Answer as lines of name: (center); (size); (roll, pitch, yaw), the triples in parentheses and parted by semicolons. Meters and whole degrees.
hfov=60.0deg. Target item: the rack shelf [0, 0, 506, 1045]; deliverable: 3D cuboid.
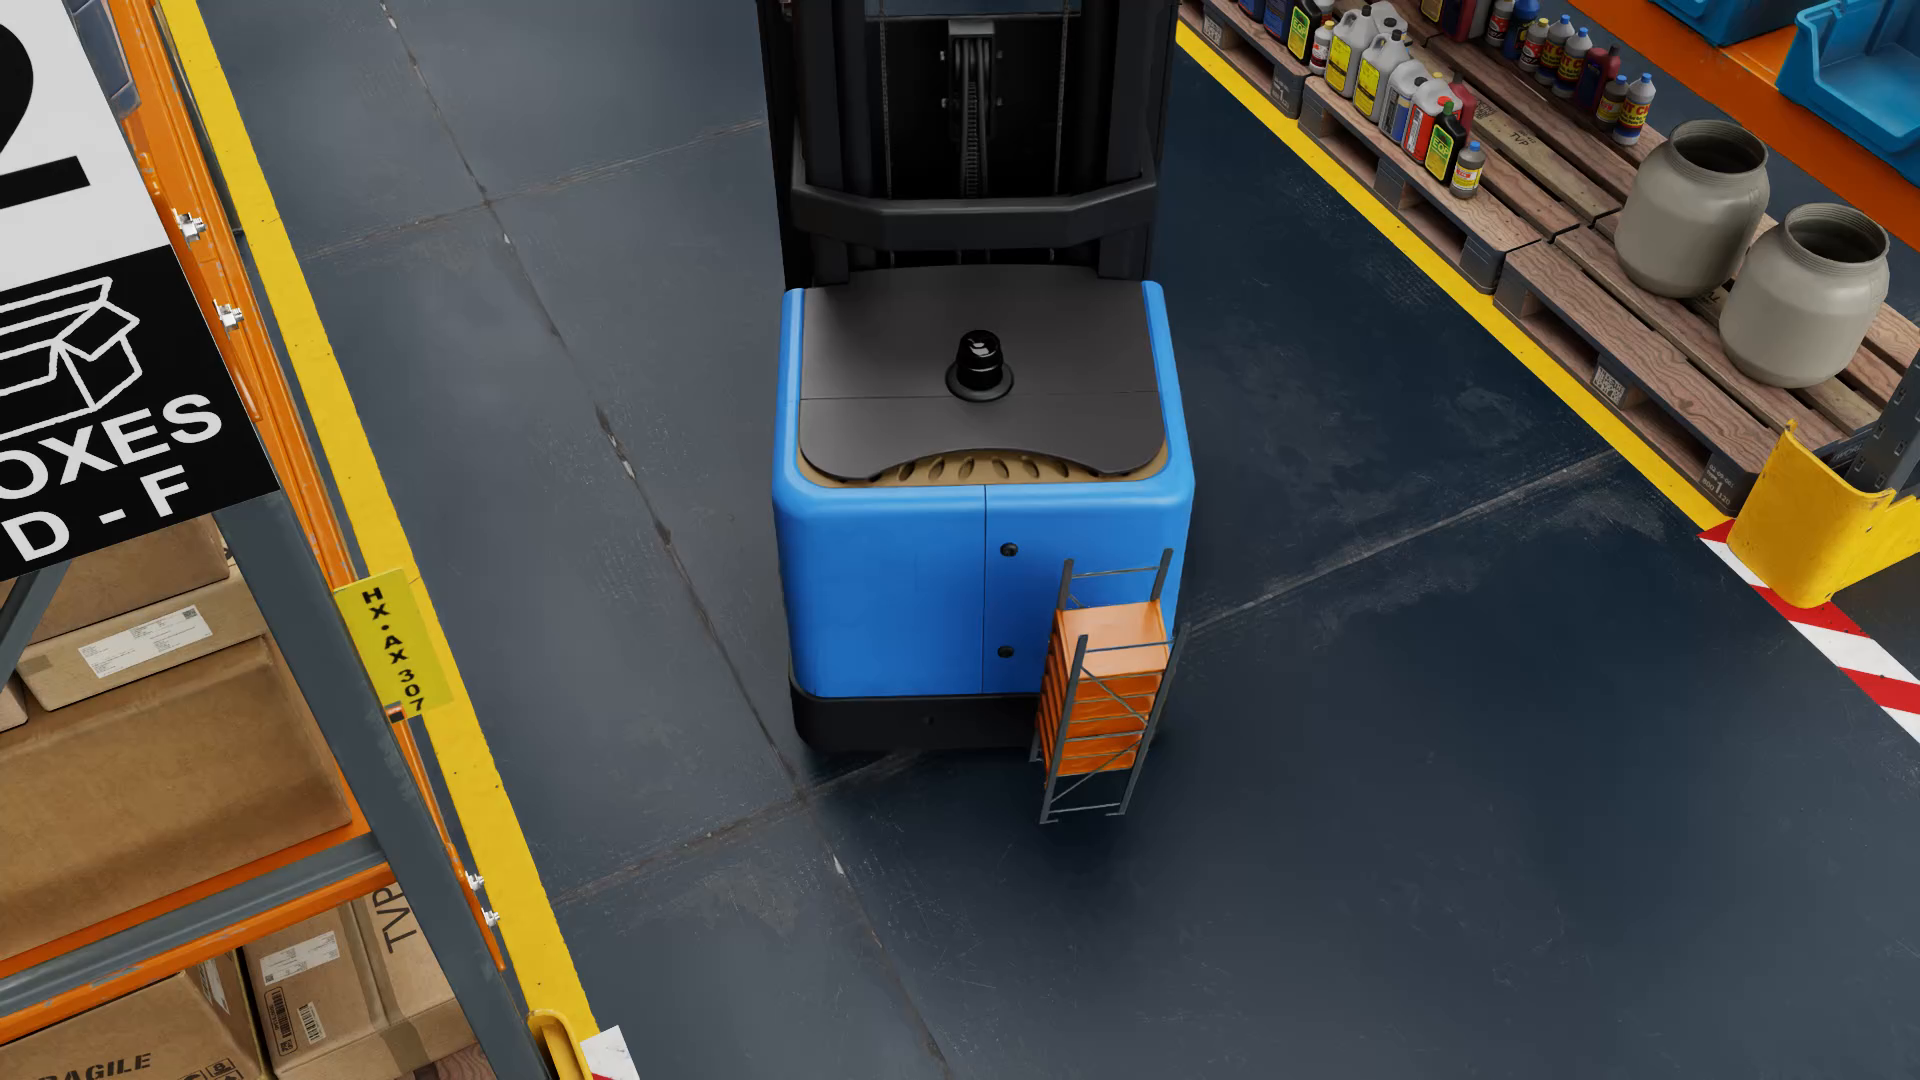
rack shelf: (-2.255, -0.441, 4.121); (1.077, 0.370, 4.000); (-21, 52, -18)

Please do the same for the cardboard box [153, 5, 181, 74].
cardboard box: (-3.137, -1.797, 6.004); (0.500, 0.311, 0.500); (-21, 52, -17)

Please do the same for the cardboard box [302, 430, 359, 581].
cardboard box: (-2.072, -0.012, 4.816); (0.500, 0.250, 0.500); (-21, 52, -18)

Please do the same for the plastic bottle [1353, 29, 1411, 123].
plastic bottle: (1.603, -1.774, 6.277); (0.144, 0.351, 0.185); (-19, 52, -16)

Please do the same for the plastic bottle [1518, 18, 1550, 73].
plastic bottle: (2.266, -1.950, 6.530); (0.097, 0.201, 0.097); (0, 49, 0)

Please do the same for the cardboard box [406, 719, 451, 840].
cardboard box: (-1.619, 0.659, 4.229); (0.500, 0.250, 0.500); (-21, 52, -18)

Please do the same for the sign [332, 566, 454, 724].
sign: (-0.843, 0.162, 2.487); (0.100, 0.325, 0.005); (-21, 52, -18)

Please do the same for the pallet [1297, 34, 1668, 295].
pallet: (2.069, -1.521, 6.440); (1.003, 0.211, 1.213); (-21, 52, -18)

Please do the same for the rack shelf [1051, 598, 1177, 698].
rack shelf: (0.350, 0.247, 3.819); (0.258, 0.103, 0.180); (-6, 62, -5)

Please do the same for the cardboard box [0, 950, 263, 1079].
cardboard box: (-1.849, 0.924, 3.498); (0.500, 0.500, 0.500); (-21, 52, -18)

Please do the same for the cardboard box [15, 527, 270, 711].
cardboard box: (-1.327, 0.077, 2.692); (0.380, 0.149, 0.250); (-22, 52, -18)

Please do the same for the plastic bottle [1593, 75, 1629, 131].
plastic bottle: (2.467, -1.657, 6.273); (0.097, 0.201, 0.097); (0, 49, 0)

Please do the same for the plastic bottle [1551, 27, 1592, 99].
plastic bottle: (2.357, -1.840, 6.387); (0.097, 0.271, 0.097); (0, 49, 0)

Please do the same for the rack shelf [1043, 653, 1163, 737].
rack shelf: (0.343, 0.362, 4.029); (0.258, 0.103, 0.180); (-6, 62, -5)

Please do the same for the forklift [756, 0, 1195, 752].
forklift: (0.013, -1.476, 4.594); (1.130, 2.935, 3.031); (-1, 49, -1)

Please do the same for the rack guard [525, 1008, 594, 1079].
rack guard: (-1.328, 1.500, 3.606); (1.175, 0.500, 0.348); (-21, 52, -18)

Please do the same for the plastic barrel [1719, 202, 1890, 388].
plastic barrel: (2.698, -0.776, 5.310); (0.421, 0.512, 0.421); (0, 49, 0)

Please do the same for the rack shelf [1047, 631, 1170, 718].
rack shelf: (0.347, 0.305, 3.924); (0.258, 0.103, 0.180); (-6, 62, -5)

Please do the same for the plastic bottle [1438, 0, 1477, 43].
plastic bottle: (1.999, -2.147, 6.648); (0.061, 0.283, 0.133); (-21, 52, -18)

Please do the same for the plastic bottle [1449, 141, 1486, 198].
plastic bottle: (1.837, -1.345, 6.000); (0.097, 0.201, 0.097); (0, 49, 0)

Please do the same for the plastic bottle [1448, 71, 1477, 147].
plastic bottle: (1.840, -1.587, 6.158); (0.061, 0.283, 0.133); (-21, 52, -18)

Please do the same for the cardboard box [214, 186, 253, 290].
cardboard box: (-2.763, -1.014, 5.692); (0.500, 0.250, 0.500); (-21, 52, -18)

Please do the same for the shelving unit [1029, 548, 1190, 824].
shelving unit: (0.341, 0.399, 4.095); (0.258, 1.200, 0.189); (-6, 62, -5)

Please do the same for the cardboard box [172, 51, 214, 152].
cardboard box: (-3.134, -1.605, 6.209); (0.500, 0.250, 0.500); (-22, 52, -18)

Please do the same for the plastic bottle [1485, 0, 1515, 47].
plastic bottle: (2.172, -2.088, 6.650); (0.097, 0.201, 0.097); (0, 49, 0)

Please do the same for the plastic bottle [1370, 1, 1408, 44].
plastic bottle: (1.638, -1.942, 6.473); (0.152, 0.276, 0.135); (-21, 52, -18)

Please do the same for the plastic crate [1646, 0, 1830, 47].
plastic crate: (2.280, -1.663, 4.810); (0.499, 0.251, 0.408); (-21, 52, -18)

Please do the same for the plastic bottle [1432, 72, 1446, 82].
plastic bottle: (1.784, -1.671, 6.286); (0.097, 0.201, 0.097); (0, 49, 0)

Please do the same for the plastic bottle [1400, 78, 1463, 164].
plastic bottle: (1.746, -1.547, 6.128); (0.152, 0.276, 0.135); (-21, 52, -17)

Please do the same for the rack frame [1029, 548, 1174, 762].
rack frame: (0.329, 0.319, 4.139); (0.240, 1.200, 0.006); (-6, 62, -5)

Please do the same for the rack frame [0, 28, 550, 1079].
rack frame: (-1.339, 0.661, 2.679); (1.000, 3.000, 0.127); (-21, 52, -18)

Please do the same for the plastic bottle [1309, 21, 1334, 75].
plastic bottle: (1.432, -1.937, 6.518); (0.097, 0.201, 0.097); (0, 49, 0)

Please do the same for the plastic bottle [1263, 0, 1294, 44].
plastic bottle: (1.323, -2.183, 6.634); (0.144, 0.351, 0.185); (-23, 53, -19)

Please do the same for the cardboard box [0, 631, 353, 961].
cardboard box: (-1.542, 0.311, 2.919); (0.700, 0.500, 0.500); (-21, 52, -18)

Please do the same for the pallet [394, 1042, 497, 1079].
pallet: (-1.726, 1.081, 4.164); (1.003, 0.211, 1.213); (-21, 52, -18)

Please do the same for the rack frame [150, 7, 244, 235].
rack frame: (-3.170, -2.017, 5.021); (1.000, 3.000, 0.127); (-21, 52, -18)

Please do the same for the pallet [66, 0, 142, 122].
pallet: (-1.640, -0.780, 2.005); (1.003, 0.211, 1.213); (-21, 52, -18)
